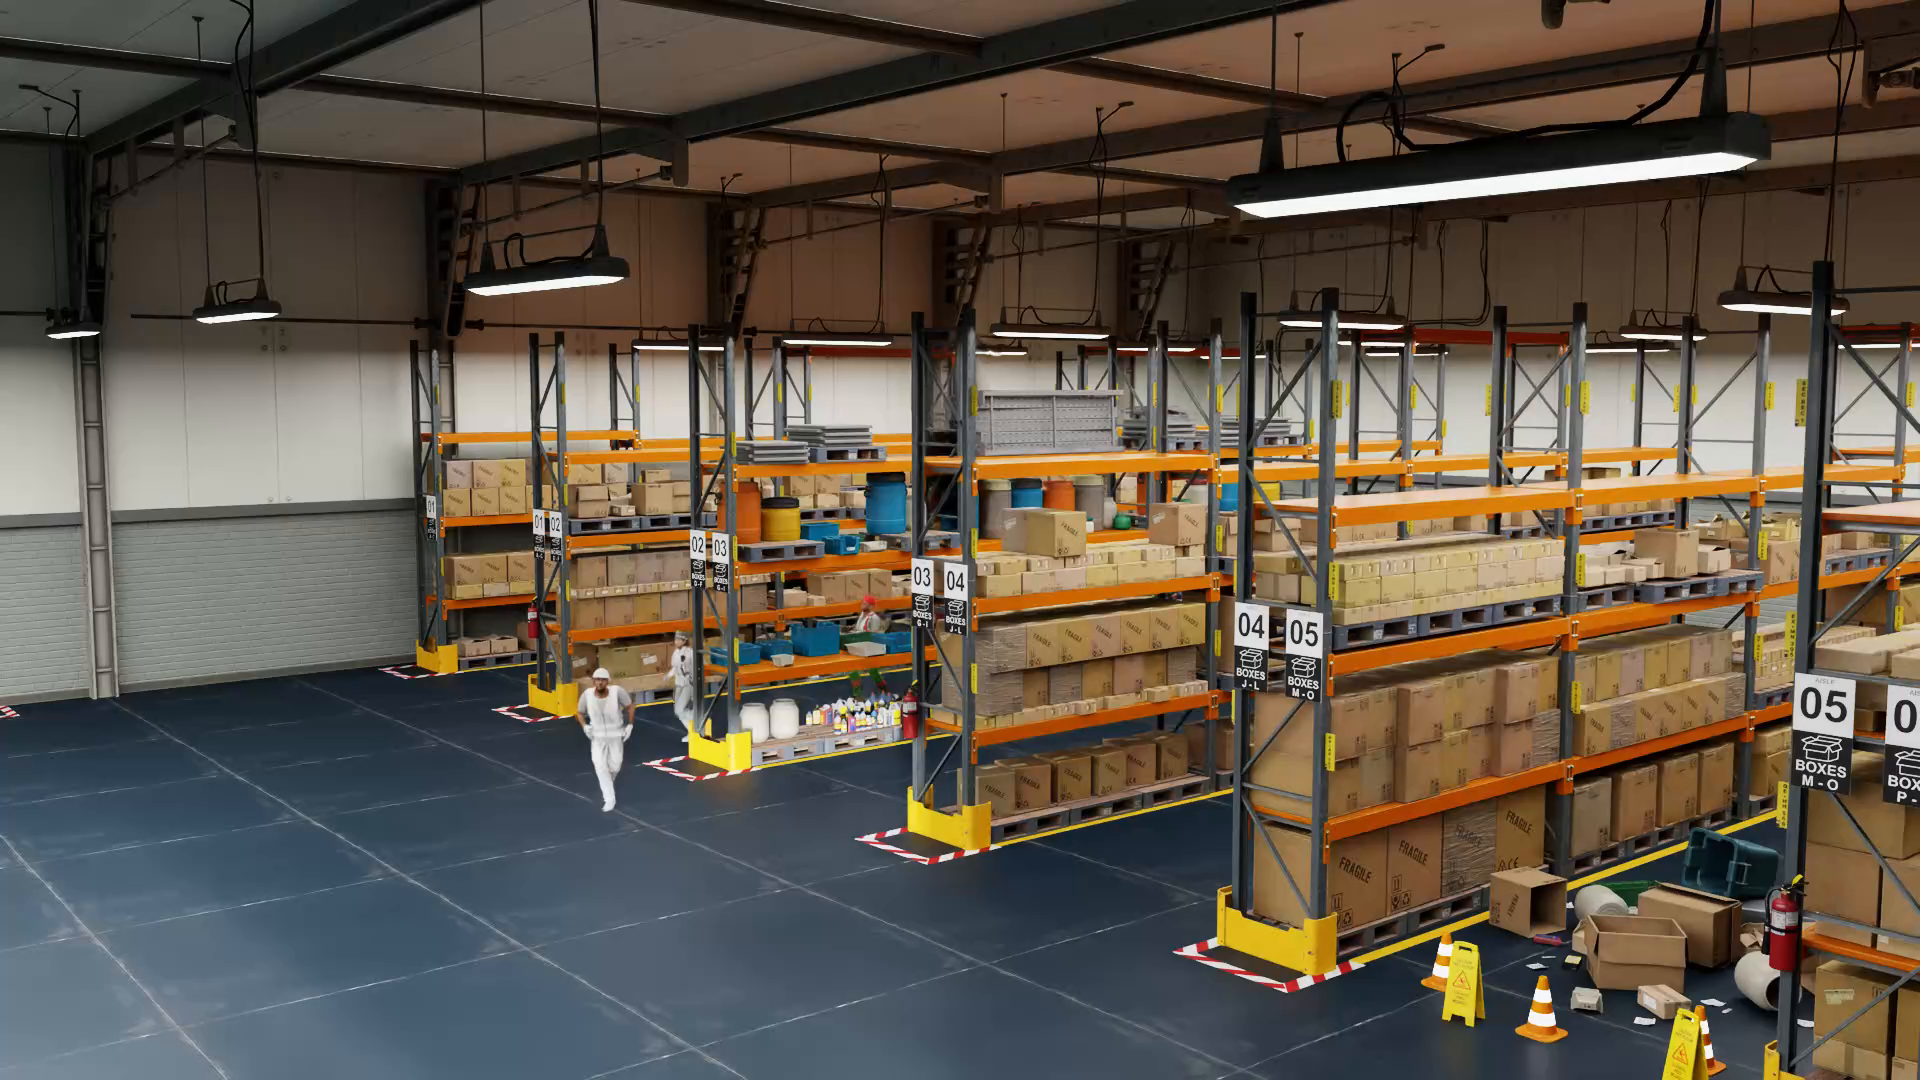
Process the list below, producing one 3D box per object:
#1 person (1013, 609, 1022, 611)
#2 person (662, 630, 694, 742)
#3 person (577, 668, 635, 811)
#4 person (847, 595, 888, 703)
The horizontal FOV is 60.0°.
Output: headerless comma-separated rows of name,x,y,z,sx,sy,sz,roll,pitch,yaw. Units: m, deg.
person,0.919,1.527,29.848,0.676,1.814,0.788,4,7,40
person,-4.013,2.118,24.127,0.621,1.649,0.560,5,7,44
person,-4.380,2.421,20.589,0.705,1.747,0.792,-1,5,-8
person,-1.501,1.792,26.740,0.772,1.828,0.650,-5,7,-41
